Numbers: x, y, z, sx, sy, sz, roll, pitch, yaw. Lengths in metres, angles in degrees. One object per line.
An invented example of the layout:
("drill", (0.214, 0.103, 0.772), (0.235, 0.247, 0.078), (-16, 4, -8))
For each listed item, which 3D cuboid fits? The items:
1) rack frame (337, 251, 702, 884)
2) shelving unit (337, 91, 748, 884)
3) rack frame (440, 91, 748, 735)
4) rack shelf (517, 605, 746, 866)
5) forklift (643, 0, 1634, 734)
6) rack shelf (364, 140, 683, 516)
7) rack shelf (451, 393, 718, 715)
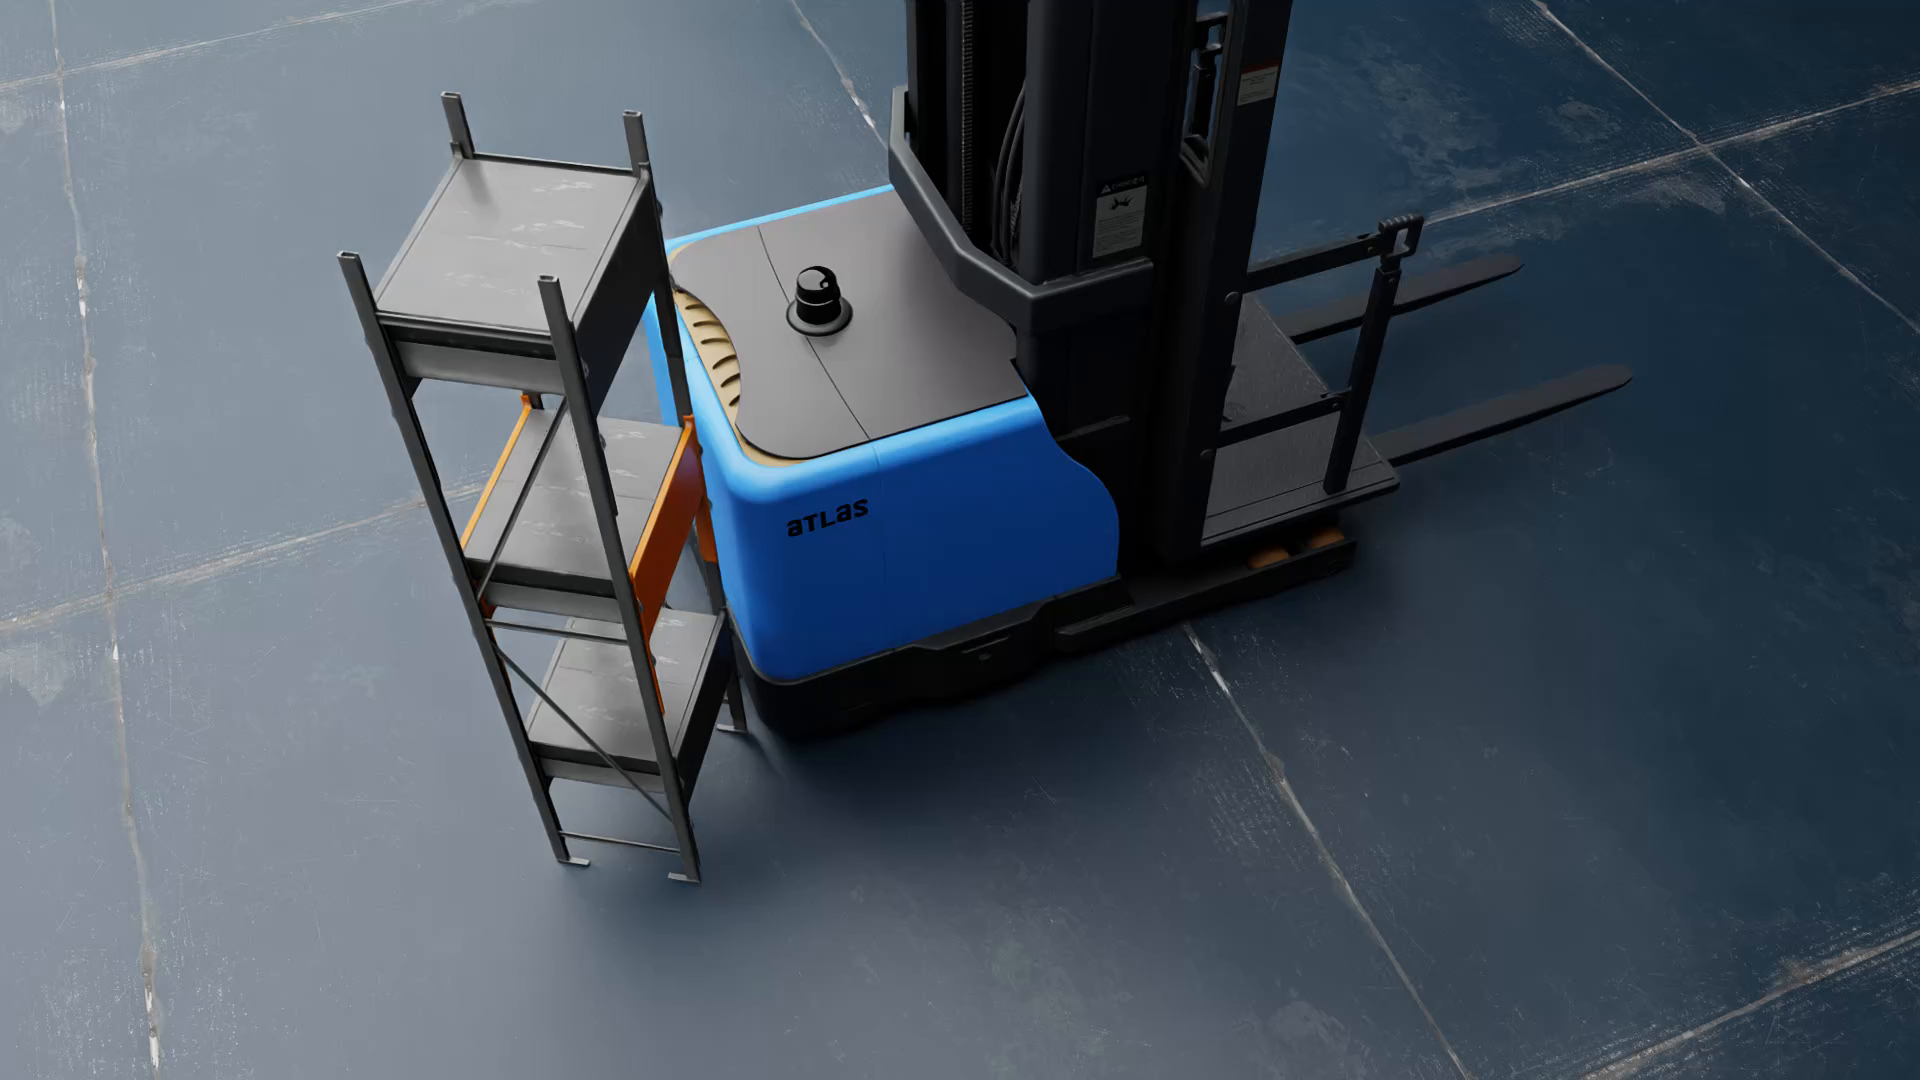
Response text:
("rack frame", (-0.892, 0.208, 3.687), (0.400, 2.100, 0.015), (8, 50, 6))
("shelving unit", (-0.851, 0.025, 3.844), (0.431, 2.100, 0.503), (8, 50, 6))
("rack frame", (-0.809, -0.157, 4.001), (0.400, 2.100, 0.015), (8, 50, 6))
("rack shelf", (-0.851, 0.490, 4.385), (0.431, 0.518, 0.480), (8, 50, 6))
("forklift", (0.670, -1.140, 4.297), (3.031, 2.935, 1.130), (-17, 52, -14))
("rack shelf", (-0.851, -0.422, 3.323), (0.431, 0.518, 0.480), (8, 50, 6))
("rack shelf", (-0.851, 0.034, 3.854), (0.431, 0.518, 0.480), (8, 50, 6))
